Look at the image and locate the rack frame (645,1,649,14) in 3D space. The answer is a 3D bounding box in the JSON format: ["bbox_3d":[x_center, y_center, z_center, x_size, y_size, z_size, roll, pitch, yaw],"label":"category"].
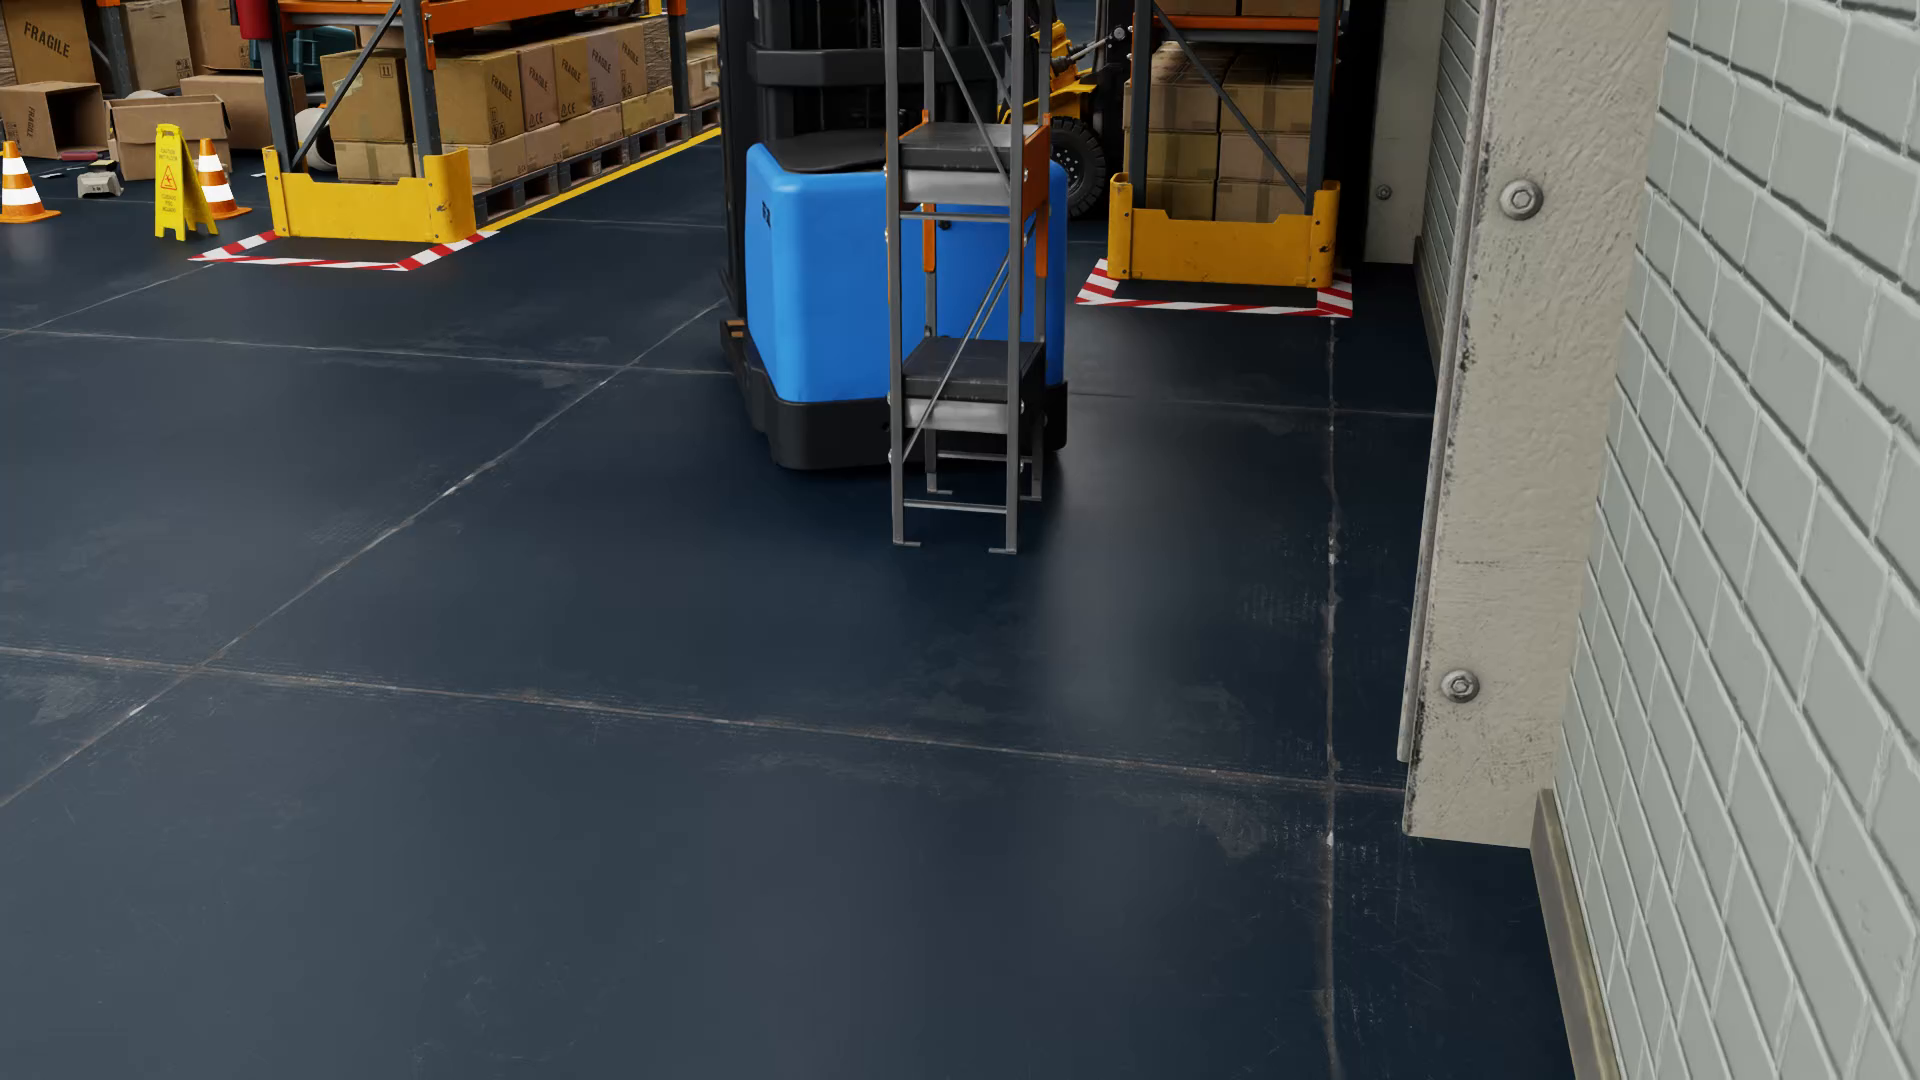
[{"bbox_3d":[-5.079,-9.371,24.606,1.000,3.000,0.127,4,22,11],"label":"rack frame"}]

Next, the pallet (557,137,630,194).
[{"bbox_3d":[-3.011,-2.652,11.657,1.003,0.211,1.213,4,22,11],"label":"pallet"}]

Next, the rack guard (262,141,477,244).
[{"bbox_3d":[-3.462,-2.047,9.767,1.175,0.500,0.348,4,22,11],"label":"rack guard"}]

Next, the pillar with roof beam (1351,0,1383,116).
[{"bbox_3d":[-0.583,-8.293,13.899,9.100,9.000,0.400,4,22,11],"label":"pillar with roof beam"}]

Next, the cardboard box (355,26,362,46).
[{"bbox_3d":[-6.318,-5.719,18.324,0.500,0.500,0.500,4,22,9],"label":"cardboard box"}]

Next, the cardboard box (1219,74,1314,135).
[{"bbox_3d":[1.666,-2.346,8.944,0.500,0.250,0.500,4,22,10],"label":"cardboard box"}]

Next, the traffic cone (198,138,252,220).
[{"bbox_3d":[-4.653,-2.258,10.340,0.336,0.463,0.334,4,22,11],"label":"traffic cone"}]

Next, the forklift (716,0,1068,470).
[{"bbox_3d":[-0.446,-2.122,6.698,1.130,2.935,3.031,-5,22,-12],"label":"forklift"}]

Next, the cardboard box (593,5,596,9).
[{"bbox_3d":[-5.303,-7.468,23.136,0.380,0.149,0.250,5,22,12],"label":"cardboard box"}]

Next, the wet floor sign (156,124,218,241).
[{"bbox_3d":[-4.564,-2.099,9.701,0.267,0.644,0.232,13,25,29],"label":"wet floor sign"}]

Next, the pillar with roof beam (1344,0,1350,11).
[{"bbox_3d":[1.865,-12.682,24.796,9.100,9.000,0.400,4,22,11],"label":"pillar with roof beam"}]

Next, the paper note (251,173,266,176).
[{"bbox_3d":[-4.913,-2.593,11.766,0.148,0.019,0.142,13,25,29],"label":"paper note"}]

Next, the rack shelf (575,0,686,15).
[{"bbox_3d":[-2.253,-5.039,14.814,1.077,0.370,4.000,4,22,11],"label":"rack shelf"}]

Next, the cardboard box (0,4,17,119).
[{"bbox_3d":[-7.905,-3.637,12.650,0.875,0.875,0.875,5,22,11],"label":"cardboard box"}]

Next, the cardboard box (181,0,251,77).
[{"bbox_3d":[-7.289,-4.720,15.506,1.050,0.750,0.750,4,22,11],"label":"cardboard box"}]

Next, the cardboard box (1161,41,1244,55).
[{"bbox_3d":[1.588,-3.126,10.879,0.500,0.250,0.500,5,23,13],"label":"cardboard box"}]

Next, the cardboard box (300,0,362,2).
[{"bbox_3d":[-3.611,-3.215,9.658,0.380,0.149,0.250,5,23,13],"label":"cardboard box"}]

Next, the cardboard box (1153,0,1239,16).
[{"bbox_3d":[1.226,-3.048,8.773,0.500,0.500,0.500,4,22,10],"label":"cardboard box"}]

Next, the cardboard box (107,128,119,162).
[{"bbox_3d":[-6.076,-2.945,12.310,0.396,0.266,0.258,8,23,20],"label":"cardboard box"}]

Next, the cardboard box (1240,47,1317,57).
[{"bbox_3d":[1.988,-2.898,10.315,0.500,0.250,0.500,4,22,10],"label":"cardboard box"}]

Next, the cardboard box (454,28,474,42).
[{"bbox_3d":[-3.450,-3.387,10.995,0.380,0.149,0.250,5,23,13],"label":"cardboard box"}]

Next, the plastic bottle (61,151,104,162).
[{"bbox_3d":[-6.502,-2.852,12.353,0.283,0.061,0.133,-3,22,-8],"label":"plastic bottle"}]

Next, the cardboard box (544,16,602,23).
[{"bbox_3d":[-3.046,-3.714,12.674,0.500,0.500,0.500,6,23,13],"label":"cardboard box"}]

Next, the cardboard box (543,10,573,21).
[{"bbox_3d":[-3.130,-3.973,12.451,0.380,0.149,0.250,5,22,12],"label":"cardboard box"}]

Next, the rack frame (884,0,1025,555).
[{"bbox_3d":[-0.016,-0.945,4.890,0.400,2.100,0.015,4,22,11],"label":"rack frame"}]

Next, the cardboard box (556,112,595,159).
[{"bbox_3d":[-2.832,-2.759,11.307,0.500,0.250,0.500,6,23,15],"label":"cardboard box"}]

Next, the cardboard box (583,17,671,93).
[{"bbox_3d":[-2.519,-3.672,12.571,0.500,0.500,0.500,4,22,10],"label":"cardboard box"}]

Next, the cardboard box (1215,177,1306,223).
[{"bbox_3d":[1.674,-1.886,9.139,0.500,0.250,0.500,5,22,11],"label":"cardboard box"}]

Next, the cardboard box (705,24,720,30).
[{"bbox_3d":[-1.970,-4.875,16.397,0.950,0.372,0.625,3,22,7],"label":"cardboard box"}]

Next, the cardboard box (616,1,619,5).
[{"bbox_3d":[-5.112,-7.752,23.839,0.380,0.149,0.250,5,22,11],"label":"cardboard box"}]

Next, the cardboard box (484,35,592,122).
[{"bbox_3d":[-2.825,-3.103,11.158,0.500,0.500,0.500,5,22,12],"label":"cardboard box"}]

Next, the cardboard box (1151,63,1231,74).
[{"bbox_3d":[1.269,-2.564,9.485,0.500,0.250,0.500,5,22,12],"label":"cardboard box"}]

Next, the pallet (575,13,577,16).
[{"bbox_3d":[-5.793,-6.863,22.111,1.003,0.211,1.213,4,22,11],"label":"pallet"}]

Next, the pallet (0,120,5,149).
[{"bbox_3d":[-8.006,-2.969,12.443,1.003,0.211,1.213,4,22,11],"label":"pallet"}]

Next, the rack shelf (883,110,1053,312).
[{"bbox_3d":[0.034,-1.022,5.117,0.431,0.518,0.480,4,22,11],"label":"rack shelf"}]

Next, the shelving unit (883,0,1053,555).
[{"bbox_3d":[0.034,-1.035,5.112,0.431,2.100,0.503,4,22,11],"label":"shelving unit"}]

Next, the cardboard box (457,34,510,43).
[{"bbox_3d":[-3.356,-3.134,11.235,0.500,0.500,0.500,4,22,10],"label":"cardboard box"}]

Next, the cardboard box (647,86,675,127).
[{"bbox_3d":[-2.519,-3.324,12.711,0.500,0.250,0.500,5,23,13],"label":"cardboard box"}]

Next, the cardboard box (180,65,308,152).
[{"bbox_3d":[-5.415,-3.262,12.597,0.797,0.637,0.503,4,22,11],"label":"cardboard box"}]

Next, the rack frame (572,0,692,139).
[{"bbox_3d":[-2.661,-4.642,12.863,1.000,3.000,0.127,4,22,11],"label":"rack frame"}]

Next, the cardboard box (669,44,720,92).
[{"bbox_3d":[-2.414,-4.073,14.406,0.950,0.372,0.625,6,23,14],"label":"cardboard box"}]

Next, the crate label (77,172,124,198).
[{"bbox_3d":[-5.709,-2.359,11.028,0.250,0.136,0.298,-7,23,-17],"label":"crate label"}]
